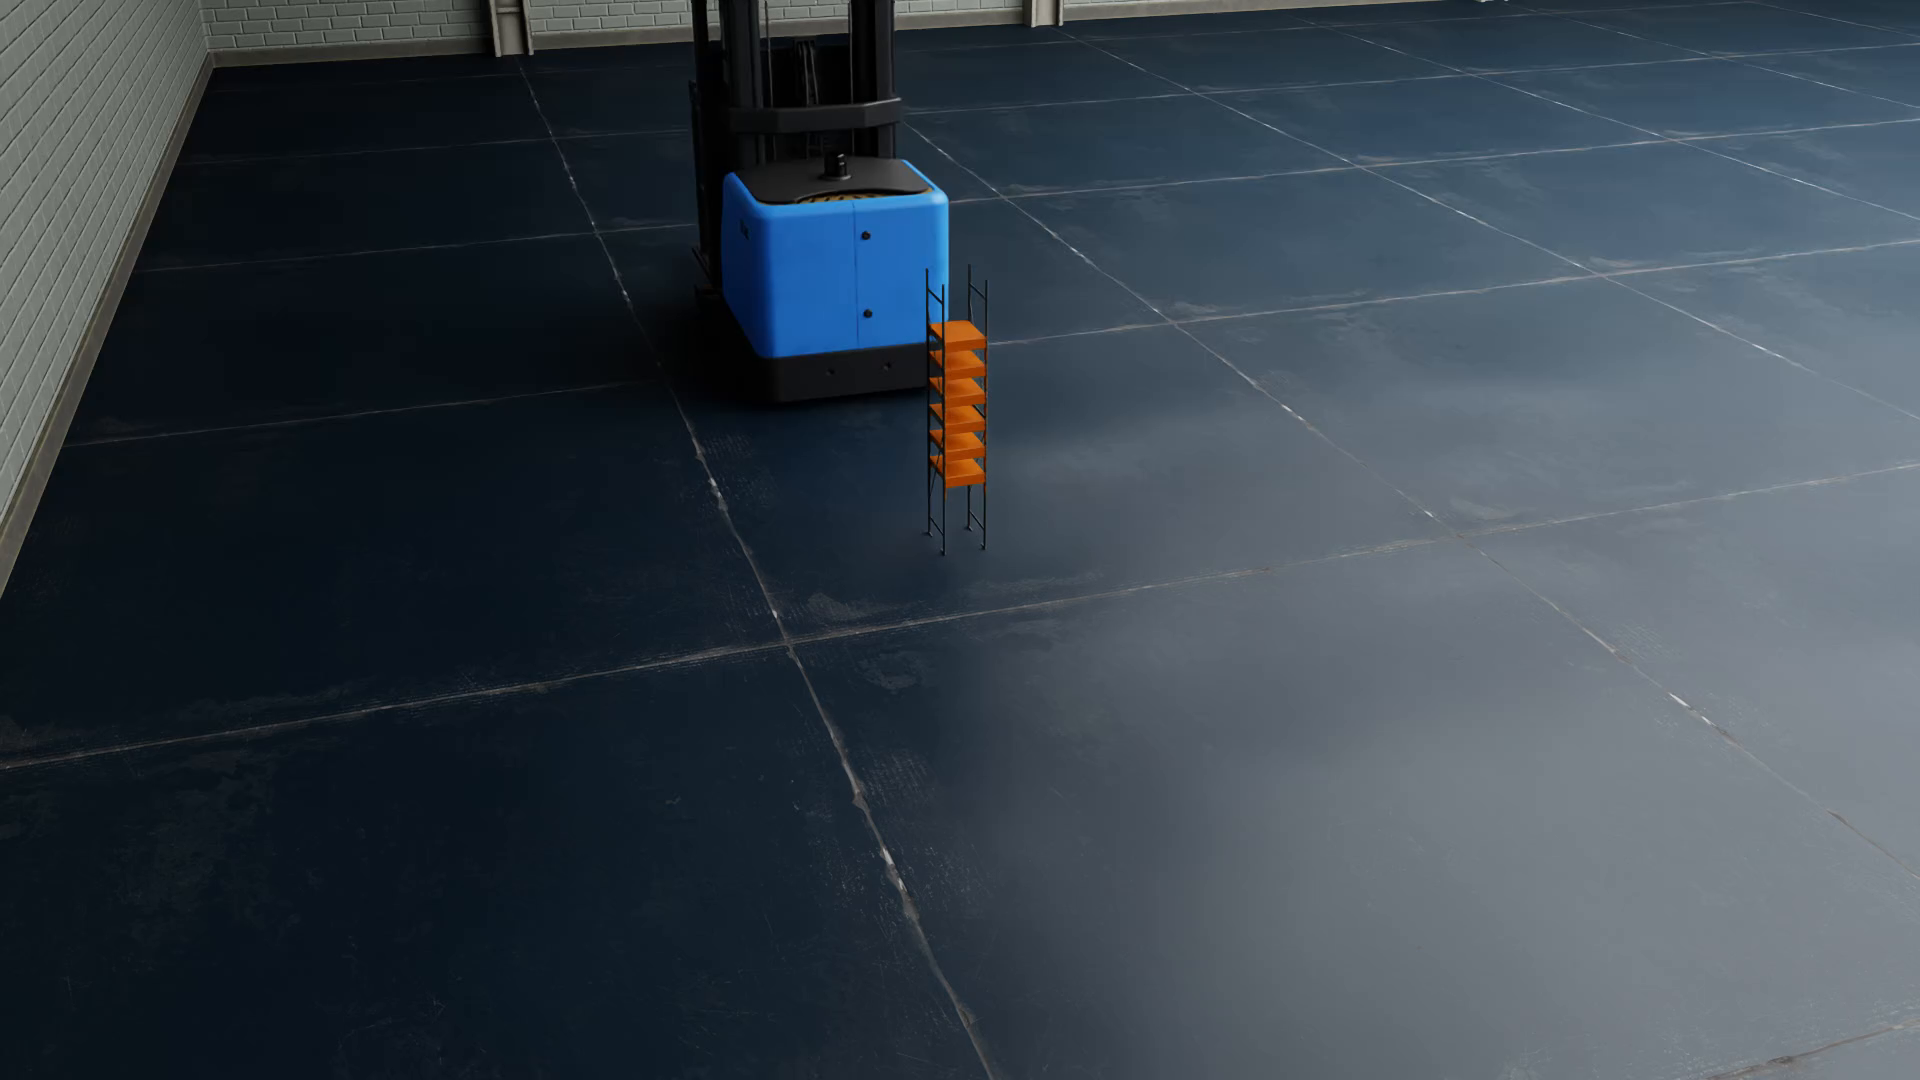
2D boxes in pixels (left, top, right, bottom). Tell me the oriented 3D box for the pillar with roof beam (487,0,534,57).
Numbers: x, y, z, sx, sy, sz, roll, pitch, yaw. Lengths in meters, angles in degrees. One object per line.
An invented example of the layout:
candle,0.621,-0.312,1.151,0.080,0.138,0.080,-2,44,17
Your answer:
pillar with roof beam,-3.411,-7.384,12.003,0.400,9.000,9.100,-8,28,-16

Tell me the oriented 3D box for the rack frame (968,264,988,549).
rack frame,0.073,-0.548,7.005,0.006,1.200,0.240,-8,28,-16

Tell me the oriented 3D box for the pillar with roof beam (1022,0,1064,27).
pillar with roof beam,2.294,-8.210,13.667,0.400,9.000,9.100,-8,28,-16

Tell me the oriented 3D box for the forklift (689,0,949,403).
forklift,-0.965,-2.649,9.289,1.130,2.935,3.031,-8,27,-15

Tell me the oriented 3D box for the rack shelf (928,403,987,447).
rack shelf,-0.014,-0.496,6.999,0.180,0.103,0.258,-8,28,-16

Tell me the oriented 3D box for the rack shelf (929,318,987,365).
rack shelf,-0.014,-0.818,6.839,0.180,0.103,0.258,-8,28,-16

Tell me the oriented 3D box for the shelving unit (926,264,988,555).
shelving unit,-0.014,-0.535,6.979,0.189,1.200,0.258,-8,28,-16

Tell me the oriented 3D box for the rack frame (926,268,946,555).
rack frame,-0.101,-0.523,6.954,0.006,1.200,0.240,-8,28,-16

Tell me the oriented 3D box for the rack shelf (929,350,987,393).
rack shelf,-0.014,-0.711,6.892,0.180,0.103,0.258,-8,28,-16

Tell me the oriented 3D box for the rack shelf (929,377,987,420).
rack shelf,-0.014,-0.603,6.946,0.180,0.103,0.258,-8,28,-16

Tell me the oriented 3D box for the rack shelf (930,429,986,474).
rack shelf,-0.014,-0.388,7.052,0.180,0.103,0.258,-8,28,-16

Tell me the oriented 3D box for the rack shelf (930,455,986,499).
rack shelf,-0.014,-0.281,7.106,0.180,0.103,0.258,-8,28,-16
